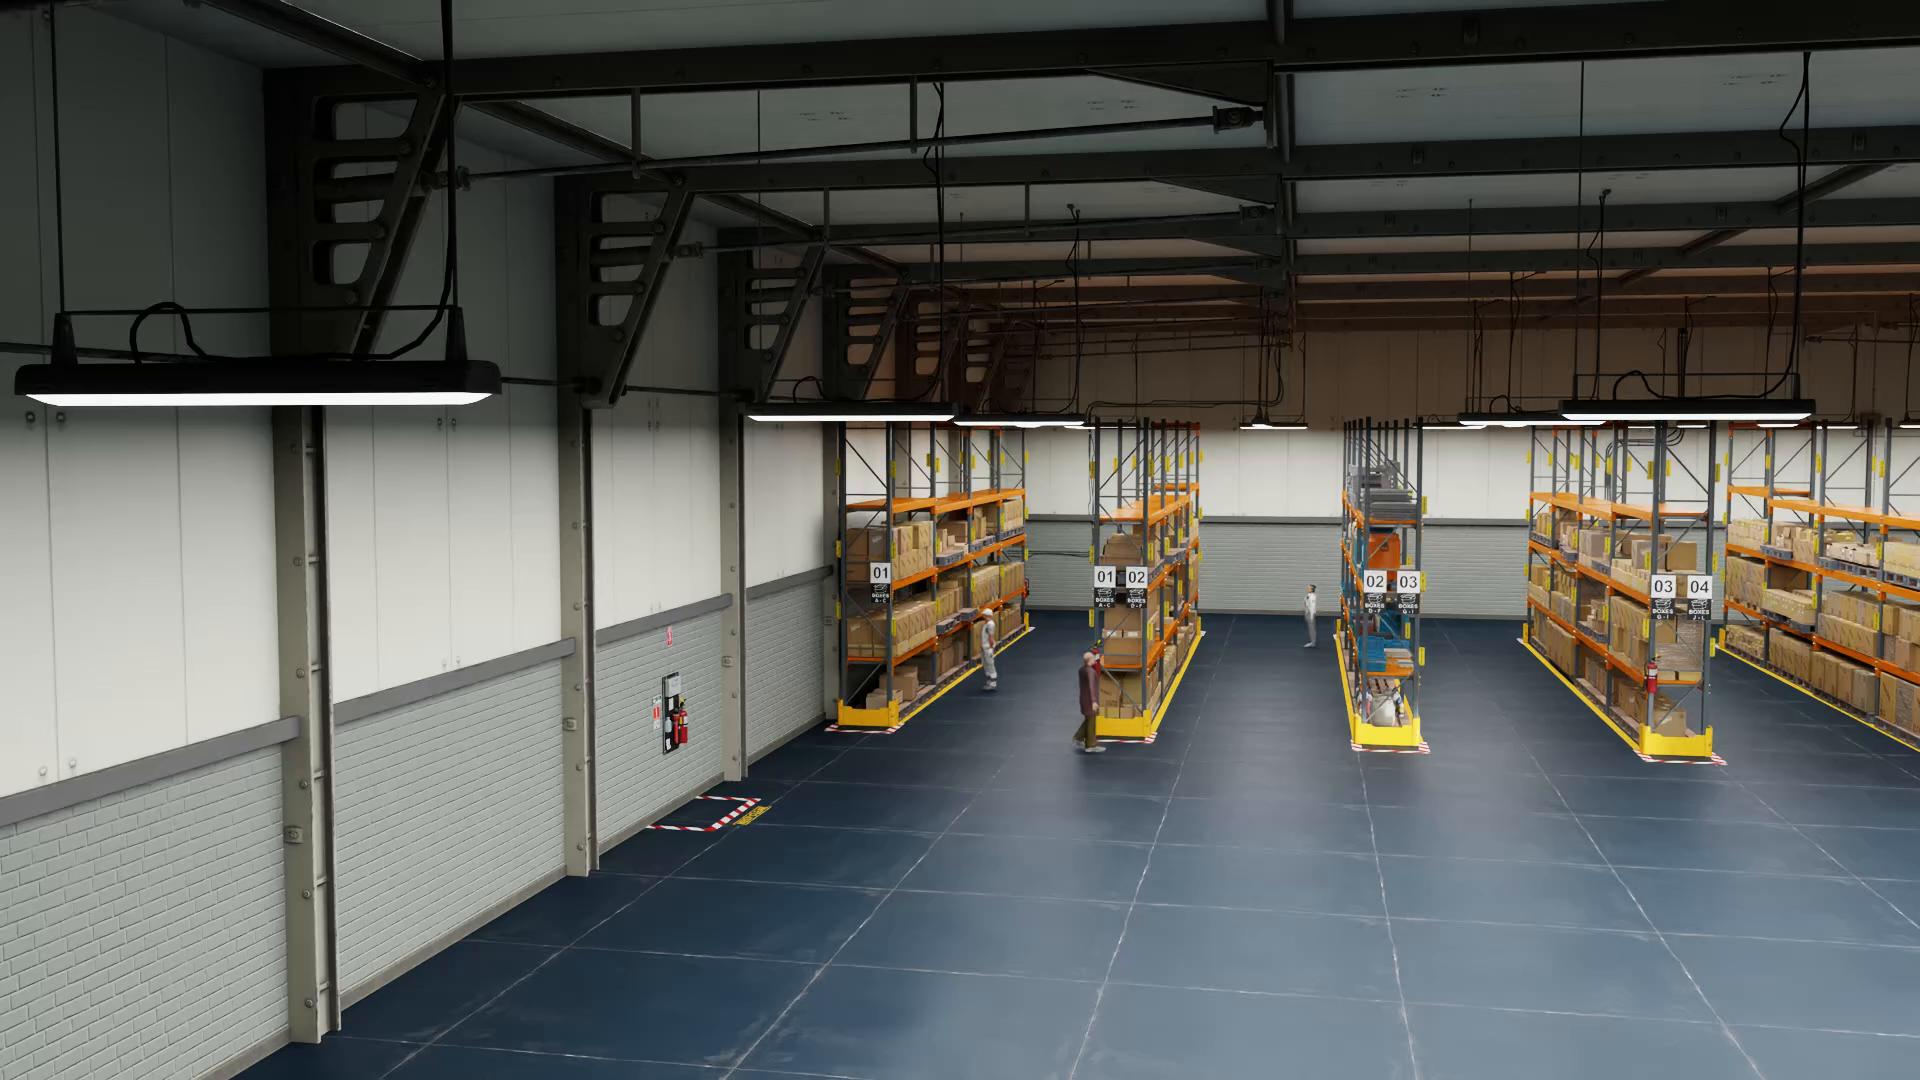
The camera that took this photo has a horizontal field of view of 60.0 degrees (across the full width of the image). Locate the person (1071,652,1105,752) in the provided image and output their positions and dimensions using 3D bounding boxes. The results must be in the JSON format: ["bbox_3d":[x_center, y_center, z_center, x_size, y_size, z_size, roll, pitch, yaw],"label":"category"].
[{"bbox_3d":[2.320,2.901,29.831,0.526,1.783,0.684,-1,4,-14],"label":"person"}]

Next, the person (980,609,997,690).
[{"bbox_3d":[0.624,2.435,36.951,0.352,1.826,0.647,-1,4,-14],"label":"person"}]

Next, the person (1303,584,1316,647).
[{"bbox_3d":[9.325,2.004,44.322,0.337,1.689,0.514,0,4,7],"label":"person"}]
